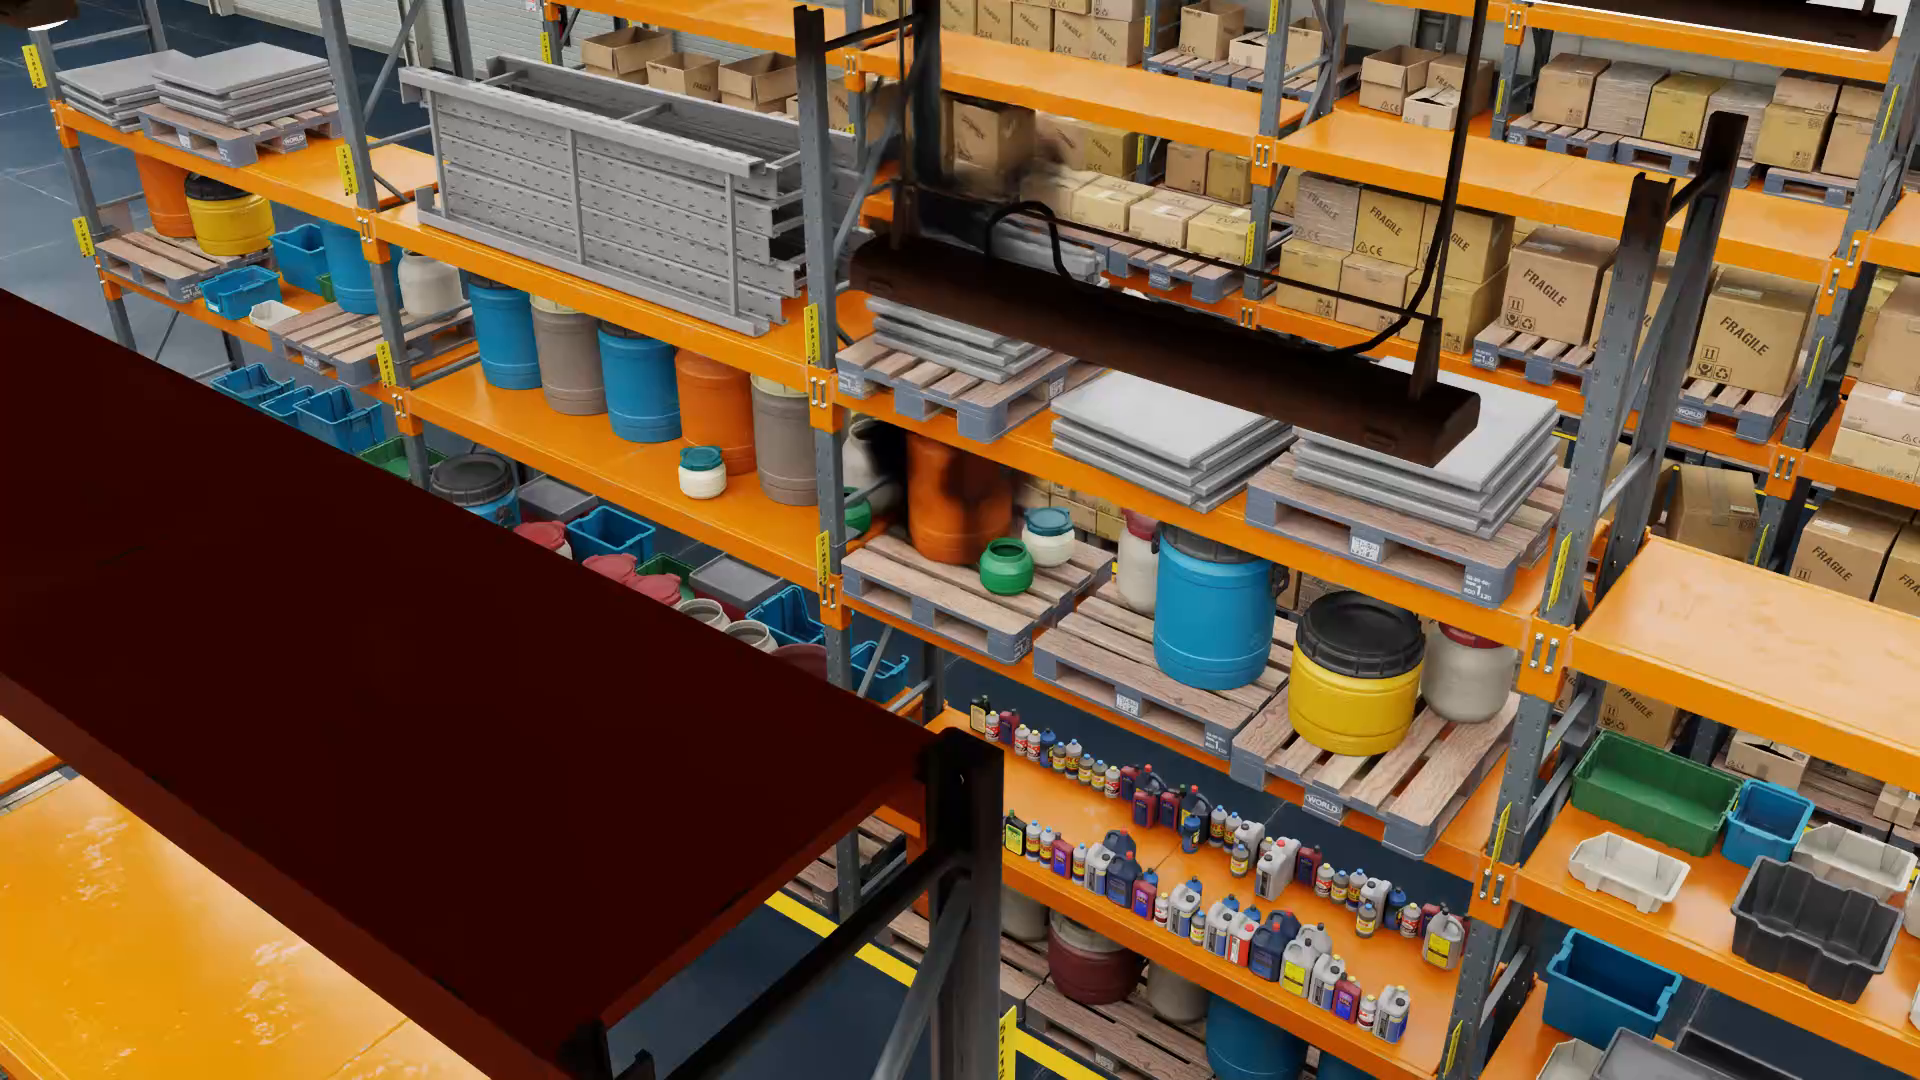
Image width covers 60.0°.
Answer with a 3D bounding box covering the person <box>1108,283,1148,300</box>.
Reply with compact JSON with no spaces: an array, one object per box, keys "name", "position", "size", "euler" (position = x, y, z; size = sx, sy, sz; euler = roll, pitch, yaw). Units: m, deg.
[{"name":"person","position":[1.513,-1.968,16.809],"size":[0.653,1.773,0.652],"euler":[12,33,19]}]
